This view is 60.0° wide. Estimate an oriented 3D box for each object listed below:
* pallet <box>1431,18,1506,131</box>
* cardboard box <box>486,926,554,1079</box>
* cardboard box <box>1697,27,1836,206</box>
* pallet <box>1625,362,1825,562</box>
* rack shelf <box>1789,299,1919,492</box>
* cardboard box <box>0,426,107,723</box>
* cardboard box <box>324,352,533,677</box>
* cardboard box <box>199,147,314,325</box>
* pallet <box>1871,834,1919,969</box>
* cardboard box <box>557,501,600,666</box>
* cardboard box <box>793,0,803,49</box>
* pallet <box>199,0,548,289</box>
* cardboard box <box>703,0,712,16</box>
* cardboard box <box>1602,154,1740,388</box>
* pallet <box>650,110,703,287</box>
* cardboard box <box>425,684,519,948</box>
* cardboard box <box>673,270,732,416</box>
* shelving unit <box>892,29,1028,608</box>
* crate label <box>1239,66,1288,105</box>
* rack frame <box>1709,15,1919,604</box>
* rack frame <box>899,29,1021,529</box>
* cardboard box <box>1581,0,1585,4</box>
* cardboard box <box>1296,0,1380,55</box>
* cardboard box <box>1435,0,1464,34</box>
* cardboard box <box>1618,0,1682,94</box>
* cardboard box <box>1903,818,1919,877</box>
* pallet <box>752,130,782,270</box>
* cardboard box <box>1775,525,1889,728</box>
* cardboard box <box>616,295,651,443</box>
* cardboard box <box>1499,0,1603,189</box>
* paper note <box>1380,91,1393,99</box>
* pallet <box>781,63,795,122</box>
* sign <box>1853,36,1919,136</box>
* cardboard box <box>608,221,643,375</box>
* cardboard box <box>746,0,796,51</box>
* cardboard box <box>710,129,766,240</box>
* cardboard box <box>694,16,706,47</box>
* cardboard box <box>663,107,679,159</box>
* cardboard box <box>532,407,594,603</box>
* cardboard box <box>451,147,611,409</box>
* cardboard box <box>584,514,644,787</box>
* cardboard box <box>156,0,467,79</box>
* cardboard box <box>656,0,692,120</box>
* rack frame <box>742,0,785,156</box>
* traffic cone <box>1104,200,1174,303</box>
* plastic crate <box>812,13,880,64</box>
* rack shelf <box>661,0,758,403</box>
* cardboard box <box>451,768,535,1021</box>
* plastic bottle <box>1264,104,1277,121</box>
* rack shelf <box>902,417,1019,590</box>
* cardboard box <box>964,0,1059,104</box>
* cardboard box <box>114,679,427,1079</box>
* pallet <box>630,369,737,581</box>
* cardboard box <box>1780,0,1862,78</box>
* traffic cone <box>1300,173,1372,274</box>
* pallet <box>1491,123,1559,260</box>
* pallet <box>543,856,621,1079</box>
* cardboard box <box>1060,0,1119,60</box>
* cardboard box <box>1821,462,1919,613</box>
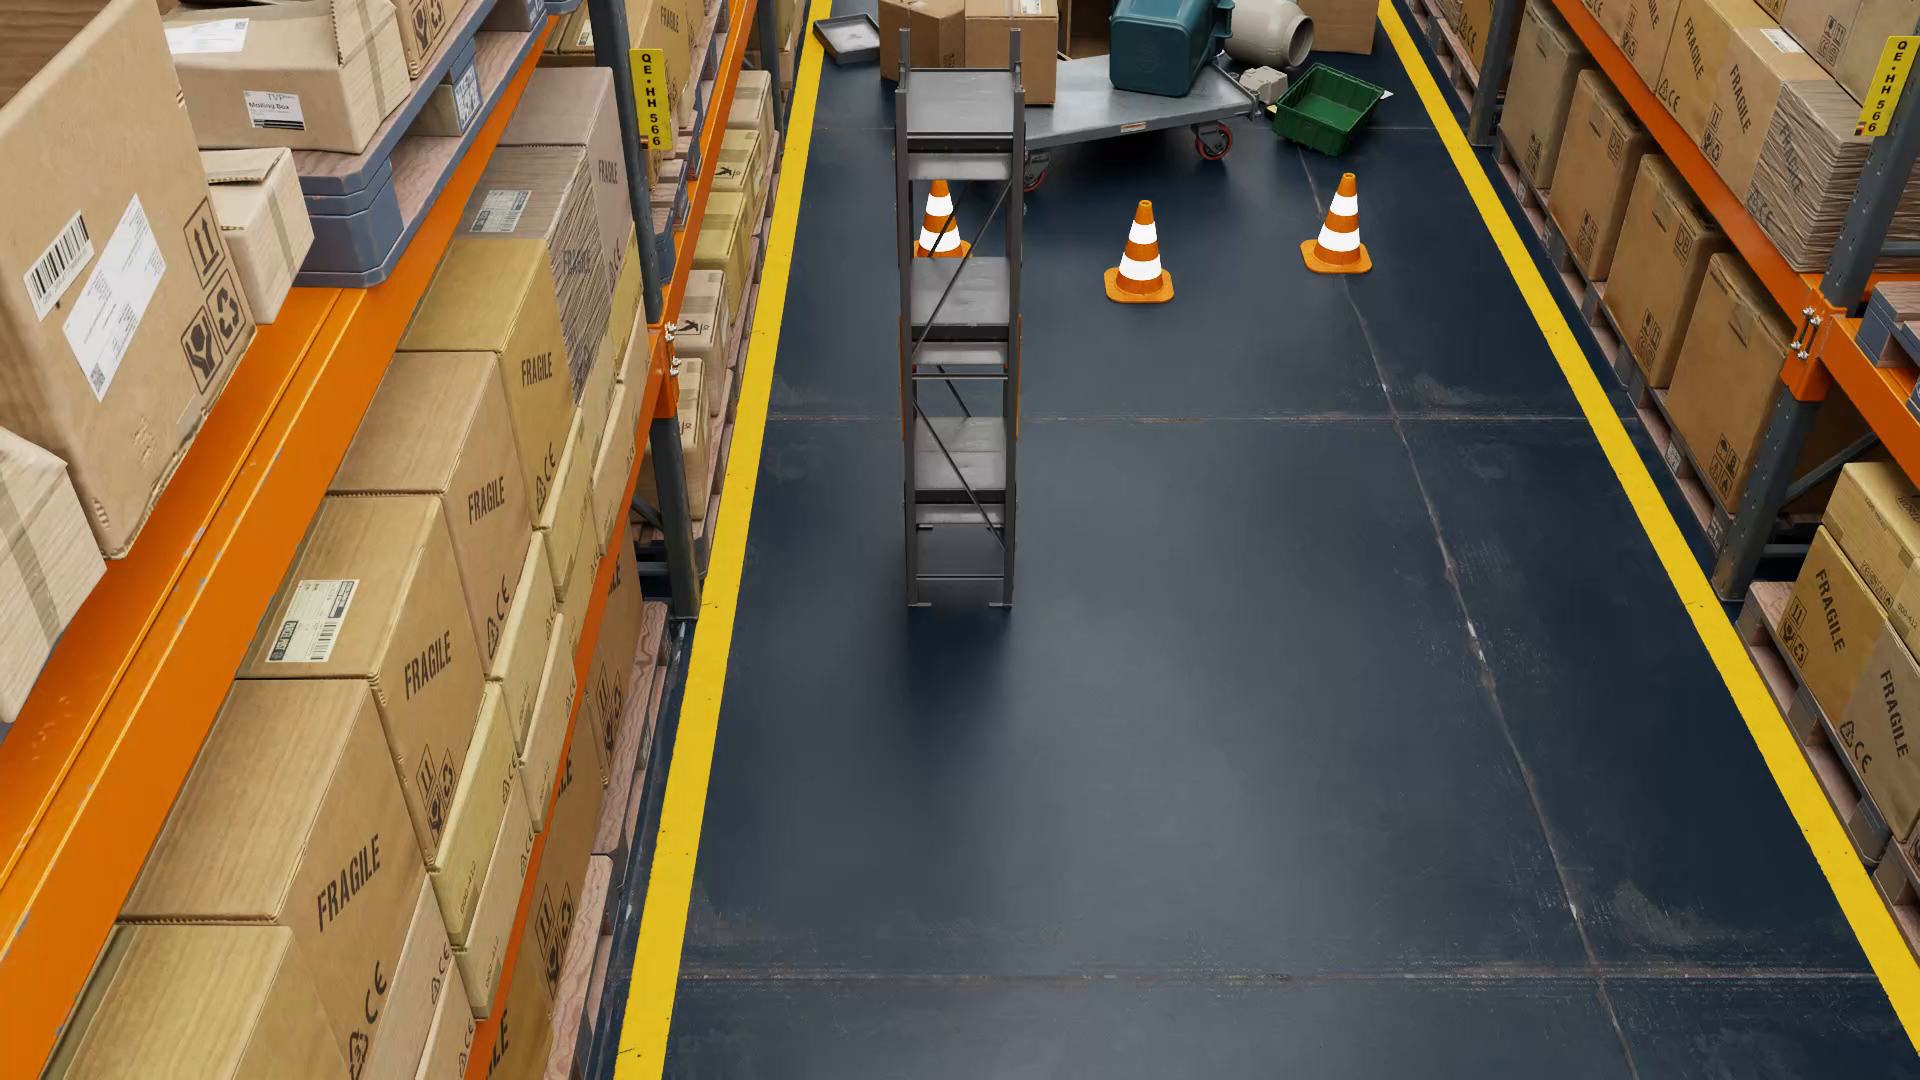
[{"bbox_3d":[3.520,-2.853,10.141,1.003,0.211,1.213,0,39,0],"label":"pallet"},{"bbox_3d":[-1.587,1.317,4.071,0.875,0.875,0.875,1,39,1],"label":"cardboard box"},{"bbox_3d":[3.179,-1.596,6.264,0.500,0.500,0.500,0,39,0],"label":"cardboard box"},{"bbox_3d":[3.522,-0.369,7.042,1.003,0.211,1.213,0,39,0],"label":"pallet"},{"bbox_3d":[3.450,0.567,4.219,1.077,0.370,4.000,0,39,0],"label":"rack shelf"},{"bbox_3d":[-1.148,0.009,1.713,0.396,0.266,0.258,0,39,0],"label":"cardboard box"},{"bbox_3d":[-1.244,-0.056,3.541,0.500,0.500,0.500,-1,39,-1],"label":"cardboard box"},{"bbox_3d":[-1.149,-0.431,2.341,0.380,0.166,0.250,-3,39,-3],"label":"cardboard box"},{"bbox_3d":[3.445,1.374,4.867,1.003,0.211,1.213,0,39,0],"label":"pallet"},{"bbox_3d":[-1.241,0.112,4.332,0.500,0.250,0.500,0,39,-1],"label":"cardboard box"},{"bbox_3d":[-1.250,-3.193,10.198,0.500,0.250,0.500,2,39,3],"label":"cardboard box"},{"bbox_3d":[-1.444,-0.892,3.217,1.003,0.211,1.213,2,39,2],"label":"pallet"},{"bbox_3d":[-1.279,-2.469,6.778,0.500,0.500,0.500,-1,39,-2],"label":"cardboard box"},{"bbox_3d":[3.532,-1.178,7.284,1.050,0.750,0.750,1,39,1],"label":"cardboard box"},{"bbox_3d":[-1.610,-1.268,6.087,1.213,0.211,1.003,0,39,0],"label":"pallet"},{"bbox_3d":[-1.219,0.551,3.384,0.500,0.250,0.500,0,39,1],"label":"cardboard box"},{"bbox_3d":[-1.502,-0.851,7.178,0.950,0.372,0.625,-1,39,-1],"label":"cardboard box"},{"bbox_3d":[0.000,-0.716,5.964,0.431,2.100,0.503,0,39,0],"label":"shelving unit"},{"bbox_3d":[1.840,-2.765,10.091,0.298,0.136,0.250,-28,46,-30],"label":"crate label"},{"bbox_3d":[3.448,-0.964,5.554,1.000,3.000,0.127,0,39,0],"label":"rack frame"},{"bbox_3d":[0.000,-0.868,6.155,0.400,2.100,0.015,0,39,0],"label":"rack frame"},{"bbox_3d":[3.176,-2.860,7.840,0.500,0.500,0.500,0,39,0],"label":"cardboard box"},{"bbox_3d":[2.415,-3.461,10.667,0.500,0.500,0.500,6,39,8],"label":"cardboard box"},{"bbox_3d":[3.507,-3.757,10.403,0.875,0.875,0.875,0,39,0],"label":"cardboard box"},{"bbox_3d":[3.174,-2.230,7.054,0.500,0.500,0.500,1,39,1],"label":"cardboard box"},{"bbox_3d":[3.203,0.925,4.860,0.500,0.500,0.500,-1,39,-1],"label":"cardboard box"},{"bbox_3d":[-1.505,-1.824,8.857,1.003,0.211,1.213,0,39,0],"label":"pallet"},{"bbox_3d":[3.193,0.290,5.653,0.500,0.500,0.500,-2,39,-2],"label":"cardboard box"},{"bbox_3d":[-1.242,-0.523,5.124,0.500,0.250,0.500,-1,39,-2],"label":"cardboard box"},{"bbox_3d":[3.534,-2.363,8.764,1.050,0.750,0.750,0,39,0],"label":"cardboard box"},{"bbox_3d":[2.537,-2.727,10.128,0.147,0.020,0.142,-28,46,-30],"label":"paper note"},{"bbox_3d":[-1.543,-2.731,9.989,1.003,0.211,1.213,0,39,0],"label":"pallet"},{"bbox_3d":[2.892,-1.413,5.189,0.100,0.325,0.005,0,39,0],"label":"sign"},{"bbox_3d":[-1.248,-0.731,4.984,0.500,0.250,0.500,0,39,0],"label":"cardboard box"},{"bbox_3d":[-1.238,-3.151,9.547,0.500,0.500,0.500,2,39,2],"label":"cardboard box"},{"bbox_3d":[-1.500,-1.760,8.313,0.950,0.372,0.625,2,39,3],"label":"cardboard box"},{"bbox_3d":[-1.270,-2.177,6.933,0.380,0.149,0.250,1,39,1],"label":"cardboard box"},{"bbox_3d":[-1.238,-1.515,6.106,0.380,0.149,0.250,-2,39,-3],"label":"cardboard box"},{"bbox_3d":[-1.222,-0.090,4.184,0.500,0.250,0.500,-1,39,-1],"label":"cardboard box"},{"bbox_3d":[-1.231,-0.683,4.324,0.500,0.500,0.500,1,39,1],"label":"cardboard box"},{"bbox_3d":[-1.585,0.200,5.465,0.875,0.875,0.875,0,39,0],"label":"cardboard box"},{"bbox_3d":[-1.210,-1.169,2.995,0.500,0.500,0.500,0,39,0],"label":"cardboard box"},{"bbox_3d":[-1.279,-1.824,5.973,0.500,0.500,0.500,2,39,2],"label":"cardboard box"},{"bbox_3d":[-1.507,-3.399,8.592,1.000,3.000,0.127,0,39,0],"label":"rack frame"},{"bbox_3d":[0.895,-1.454,8.194,0.336,0.463,0.334,0,39,0],"label":"traffic cone"},{"bbox_3d":[-0.689,-3.242,10.731,0.402,0.080,0.583,-13,40,-16],"label":"plastic crate"},{"bbox_3d":[-1.505,-1.867,7.257,1.077,0.370,4.000,0,39,0],"label":"rack shelf"},{"bbox_3d":[-1.221,0.743,3.544,0.500,0.250,0.500,0,39,0],"label":"cardboard box"},{"bbox_3d":[1.933,-2.490,9.809,0.133,0.061,0.283,-20,43,-23],"label":"plastic bottle"},{"bbox_3d":[0.000,-0.159,6.410,0.431,0.518,0.480,0,39,0],"label":"rack shelf"},{"bbox_3d":[0.273,-2.739,9.162,0.500,0.500,0.500,0,39,0],"label":"cardboard box"},{"bbox_3d":[-1.239,0.581,2.746,0.500,0.500,0.500,0,39,0],"label":"cardboard box"},{"bbox_3d":[-1.502,-0.298,6.953,1.003,0.211,1.213,0,39,0],"label":"pallet"},{"bbox_3d":[3.455,-1.990,5.955,0.700,0.500,0.500,-1,39,-1],"label":"cardboard box"},{"bbox_3d":[1.934,-1.636,8.421,0.336,0.463,0.334,0,39,0],"label":"traffic cone"},{"bbox_3d":[3.519,-1.895,8.946,1.003,0.211,1.213,0,39,0],"label":"pallet"},{"bbox_3d":[-1.578,1.445,4.778,1.003,0.211,1.213,0,39,0],"label":"pallet"},{"bbox_3d":[1.031,-3.298,10.354,0.797,0.637,0.503,0,39,0],"label":"cardboard box"},{"bbox_3d":[3.206,-0.014,5.432,0.500,0.250,0.500,-2,39,-2],"label":"cardboard box"}]
